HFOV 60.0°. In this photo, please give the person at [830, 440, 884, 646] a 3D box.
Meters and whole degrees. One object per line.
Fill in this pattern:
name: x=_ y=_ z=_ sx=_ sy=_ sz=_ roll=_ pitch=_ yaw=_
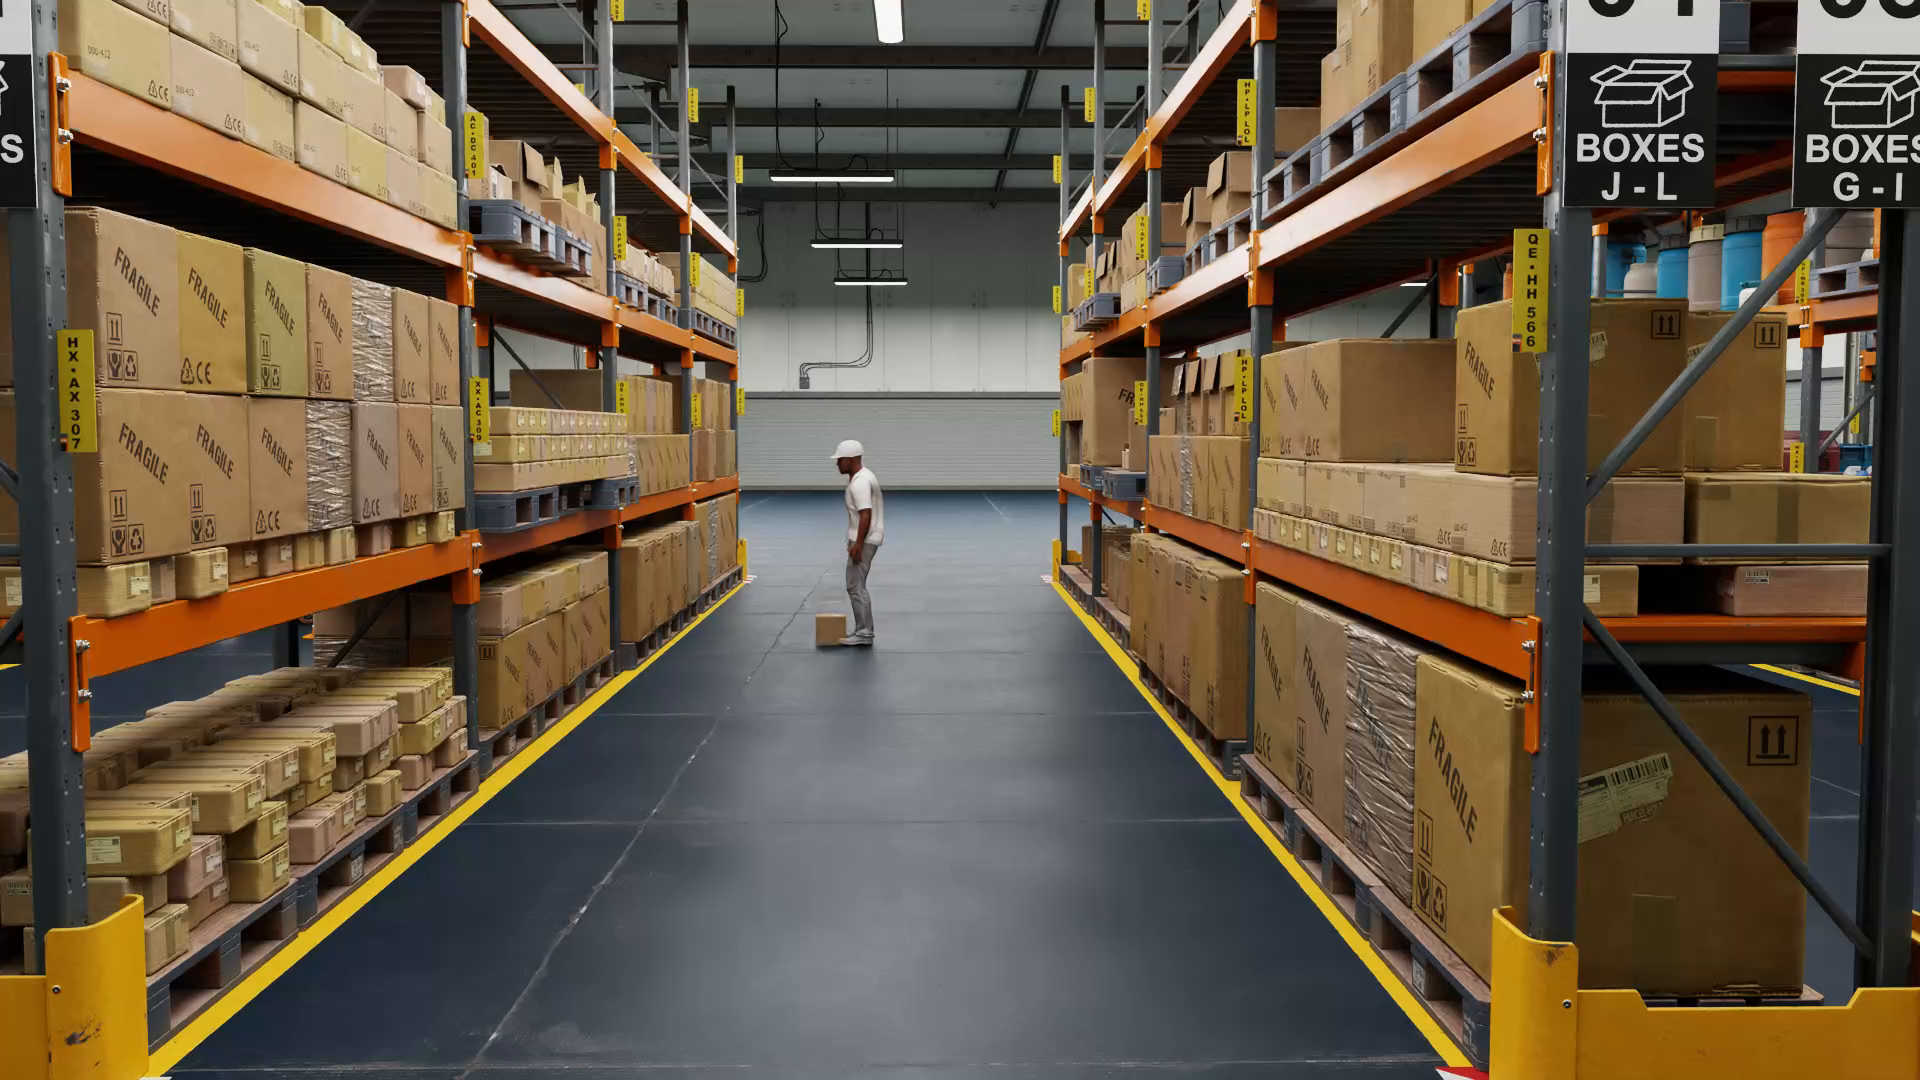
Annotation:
person: x=-0.882 y=0.019 z=14.321 sx=0.462 sy=1.759 sz=0.622 roll=0 pitch=4 yaw=-4
